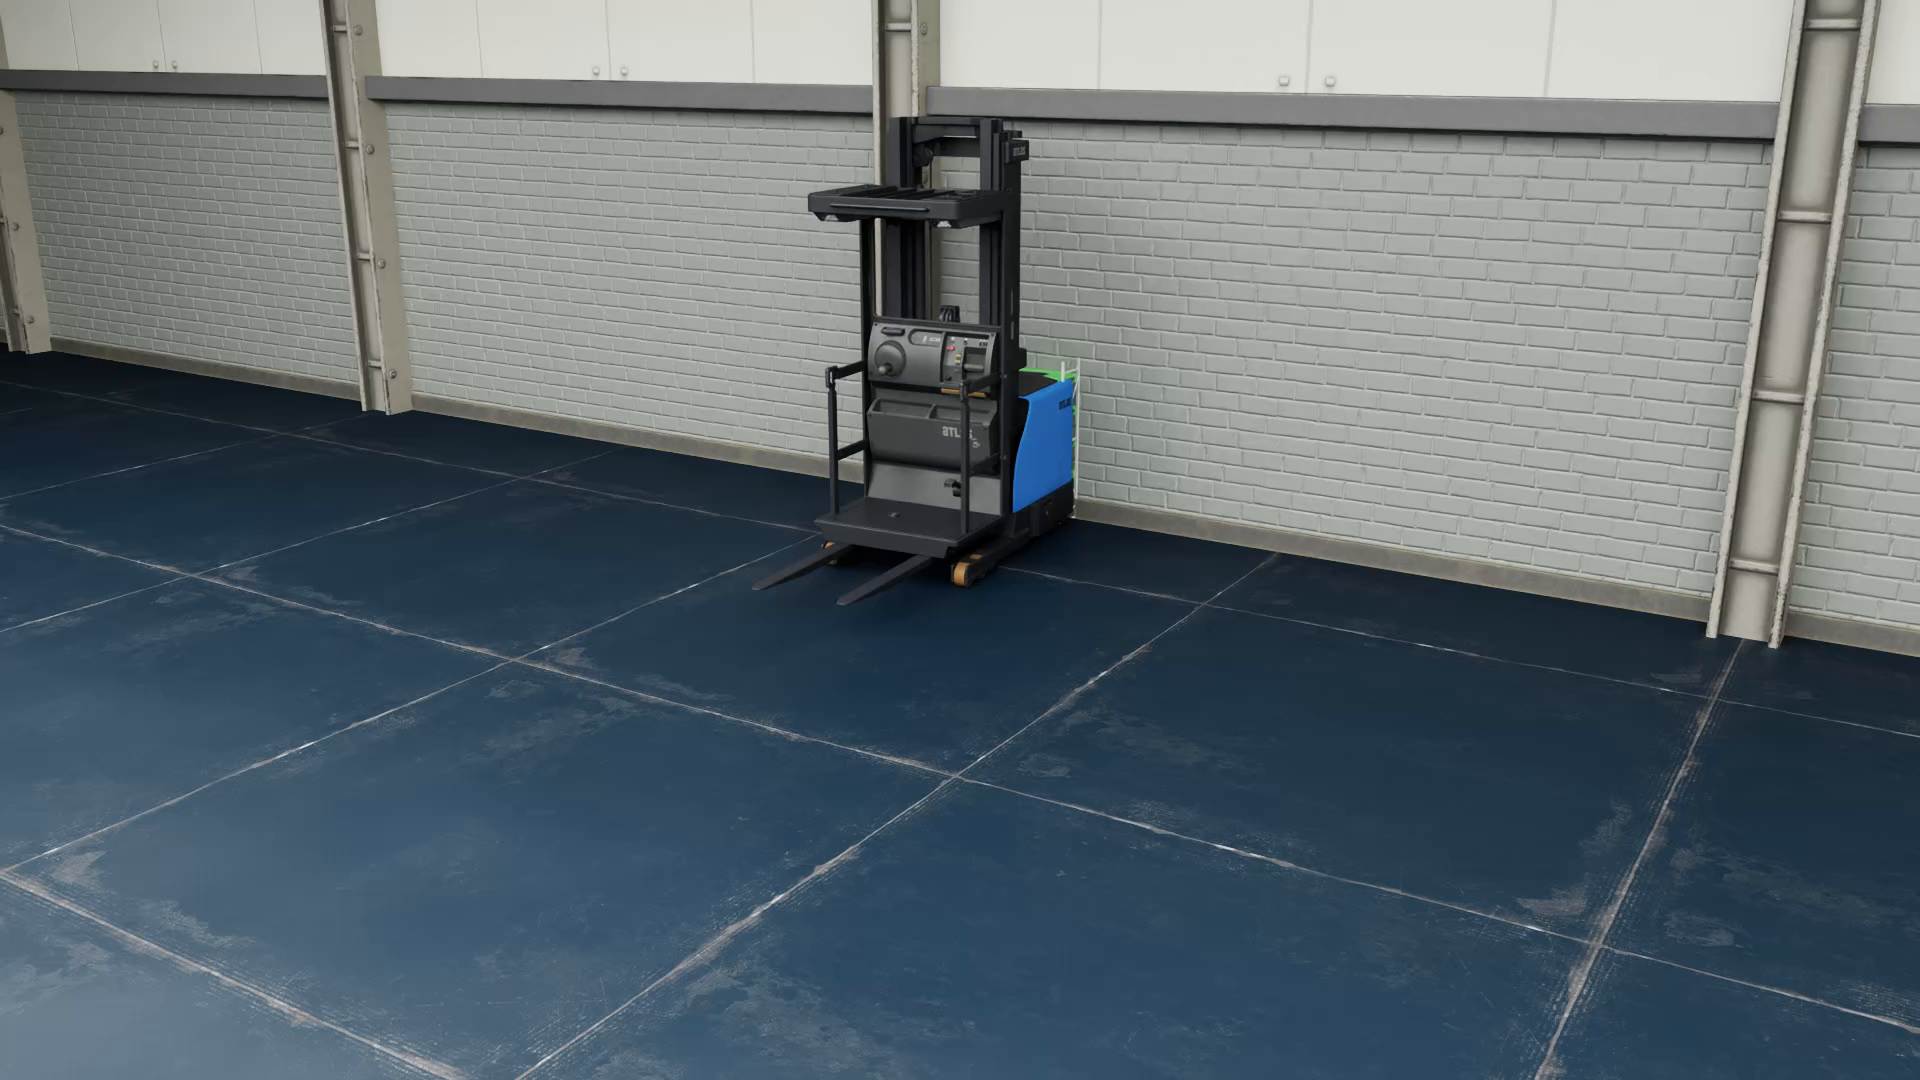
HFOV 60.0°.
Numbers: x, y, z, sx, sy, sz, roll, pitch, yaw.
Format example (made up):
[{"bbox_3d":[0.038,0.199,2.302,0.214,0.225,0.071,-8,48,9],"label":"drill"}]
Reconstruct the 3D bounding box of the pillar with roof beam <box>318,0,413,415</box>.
[{"bbox_3d":[-7.755,-4.494,11.193,0.400,9.000,9.100,10,20,30],"label":"pillar with roof beam"}]

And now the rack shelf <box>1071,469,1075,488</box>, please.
[{"bbox_3d":[0.599,-0.473,12.378,0.480,0.148,0.258,11,19,33],"label":"rack shelf"}]

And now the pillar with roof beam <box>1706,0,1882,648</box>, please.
[{"bbox_3d":[2.470,-2.669,5.184,0.400,9.000,9.100,10,20,30],"label":"pillar with roof beam"}]

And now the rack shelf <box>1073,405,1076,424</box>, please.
[{"bbox_3d":[0.600,-0.934,12.244,0.480,0.148,0.258,11,19,33],"label":"rack shelf"}]

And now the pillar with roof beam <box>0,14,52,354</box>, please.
[{"bbox_3d":[-12.868,-5.407,14.198,0.400,9.000,9.100,10,20,30],"label":"pillar with roof beam"}]

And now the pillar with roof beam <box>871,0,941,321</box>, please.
[{"bbox_3d":[-2.642,-3.581,8.189,0.400,9.000,9.100,10,20,30],"label":"pillar with roof beam"}]

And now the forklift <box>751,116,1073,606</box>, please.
[{"bbox_3d":[-0.286,-1.241,10.924,1.130,2.935,3.031,9,19,26],"label":"forklift"}]

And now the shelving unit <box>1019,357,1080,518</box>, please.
[{"bbox_3d":[0.600,-0.764,12.293,0.503,1.200,0.258,11,19,33],"label":"shelving unit"}]

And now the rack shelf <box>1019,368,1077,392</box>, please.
[{"bbox_3d":[0.601,-1.164,12.178,0.480,0.148,0.258,11,19,33],"label":"rack shelf"}]

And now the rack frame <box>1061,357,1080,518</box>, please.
[{"bbox_3d":[0.800,-0.726,12.160,0.015,1.200,0.240,11,19,33],"label":"rack frame"}]

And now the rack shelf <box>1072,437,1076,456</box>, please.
[{"bbox_3d":[0.600,-0.703,12.311,0.480,0.148,0.258,11,19,33],"label":"rack shelf"}]
